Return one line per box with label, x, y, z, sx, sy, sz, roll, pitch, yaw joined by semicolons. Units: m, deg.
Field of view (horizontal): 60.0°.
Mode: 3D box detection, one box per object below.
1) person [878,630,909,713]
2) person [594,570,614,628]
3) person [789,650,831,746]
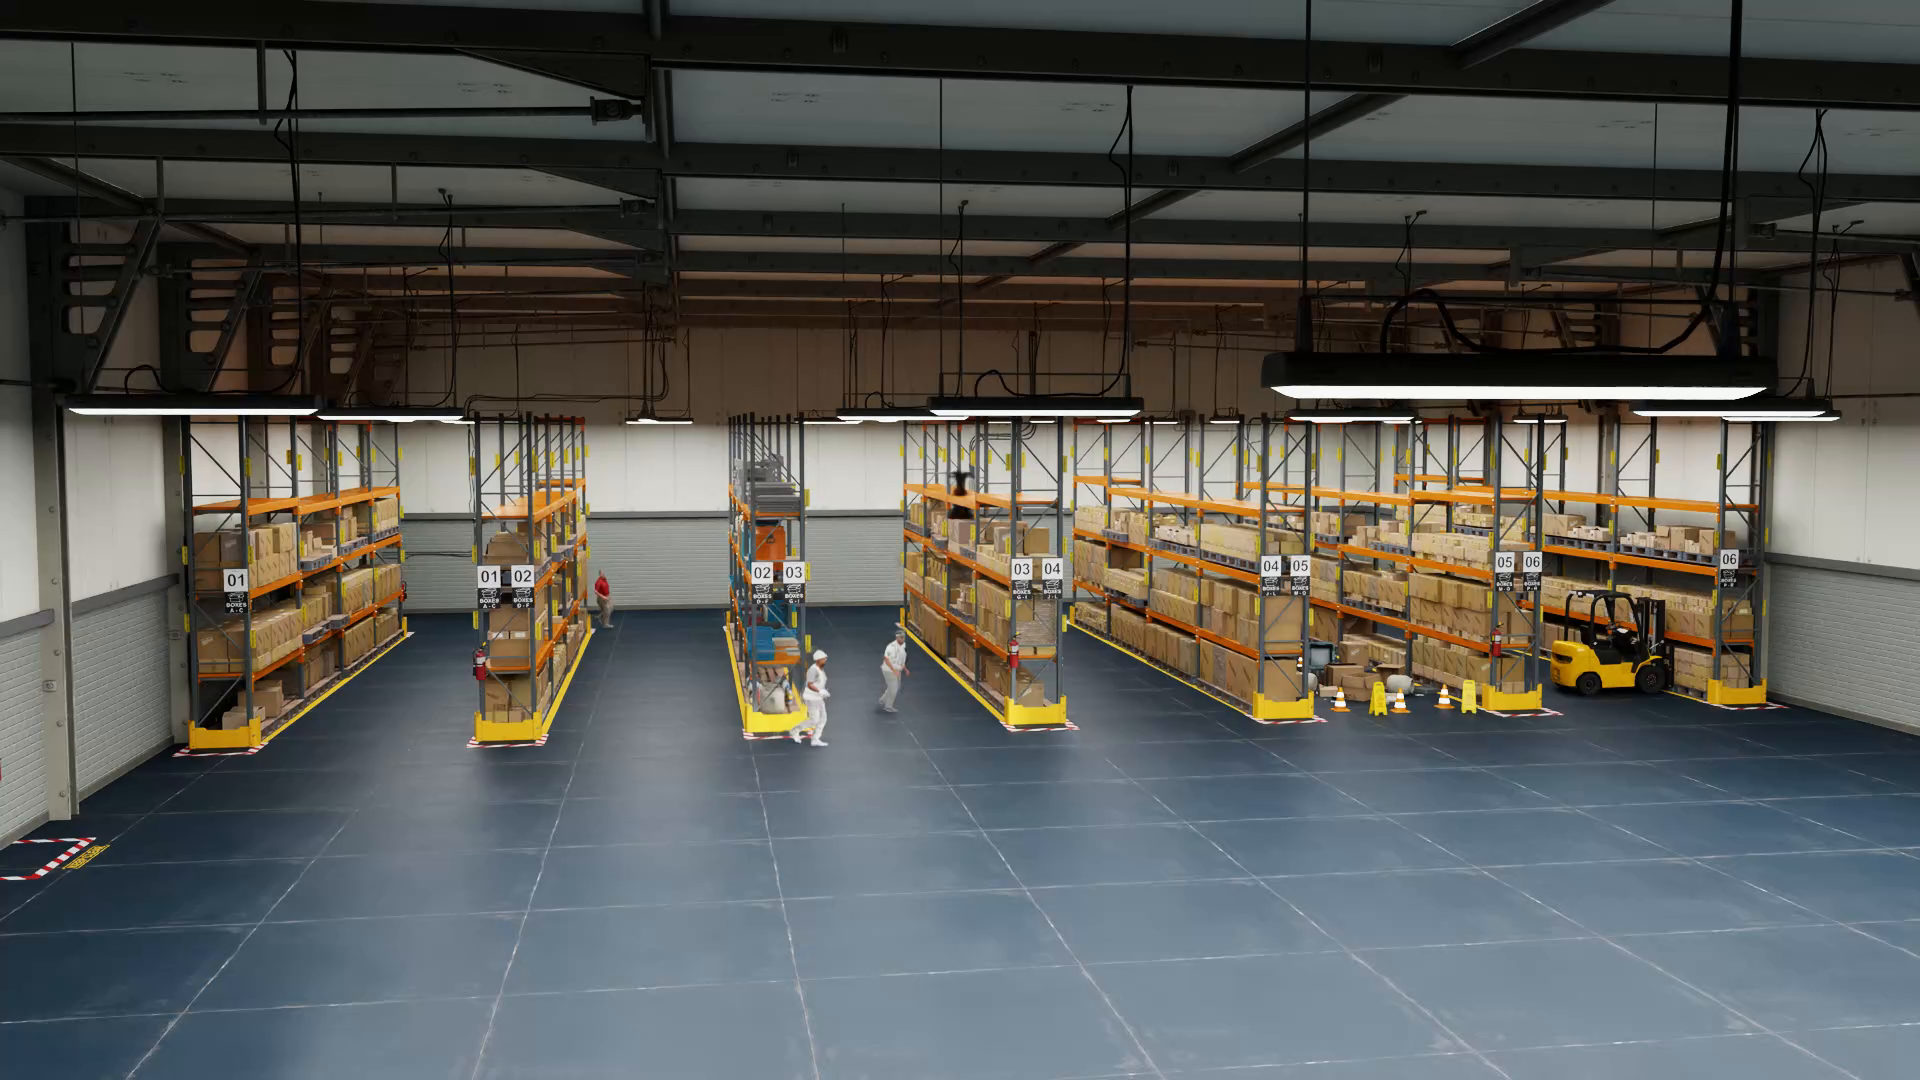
person;-1.392;2.622;33.380;0.794;1.705;0.665;2;5;31
person;-10.177;1.676;47.261;0.572;1.663;0.726;1;4;16
person;-2.671;2.840;29.822;0.788;1.732;0.680;1;4;12
